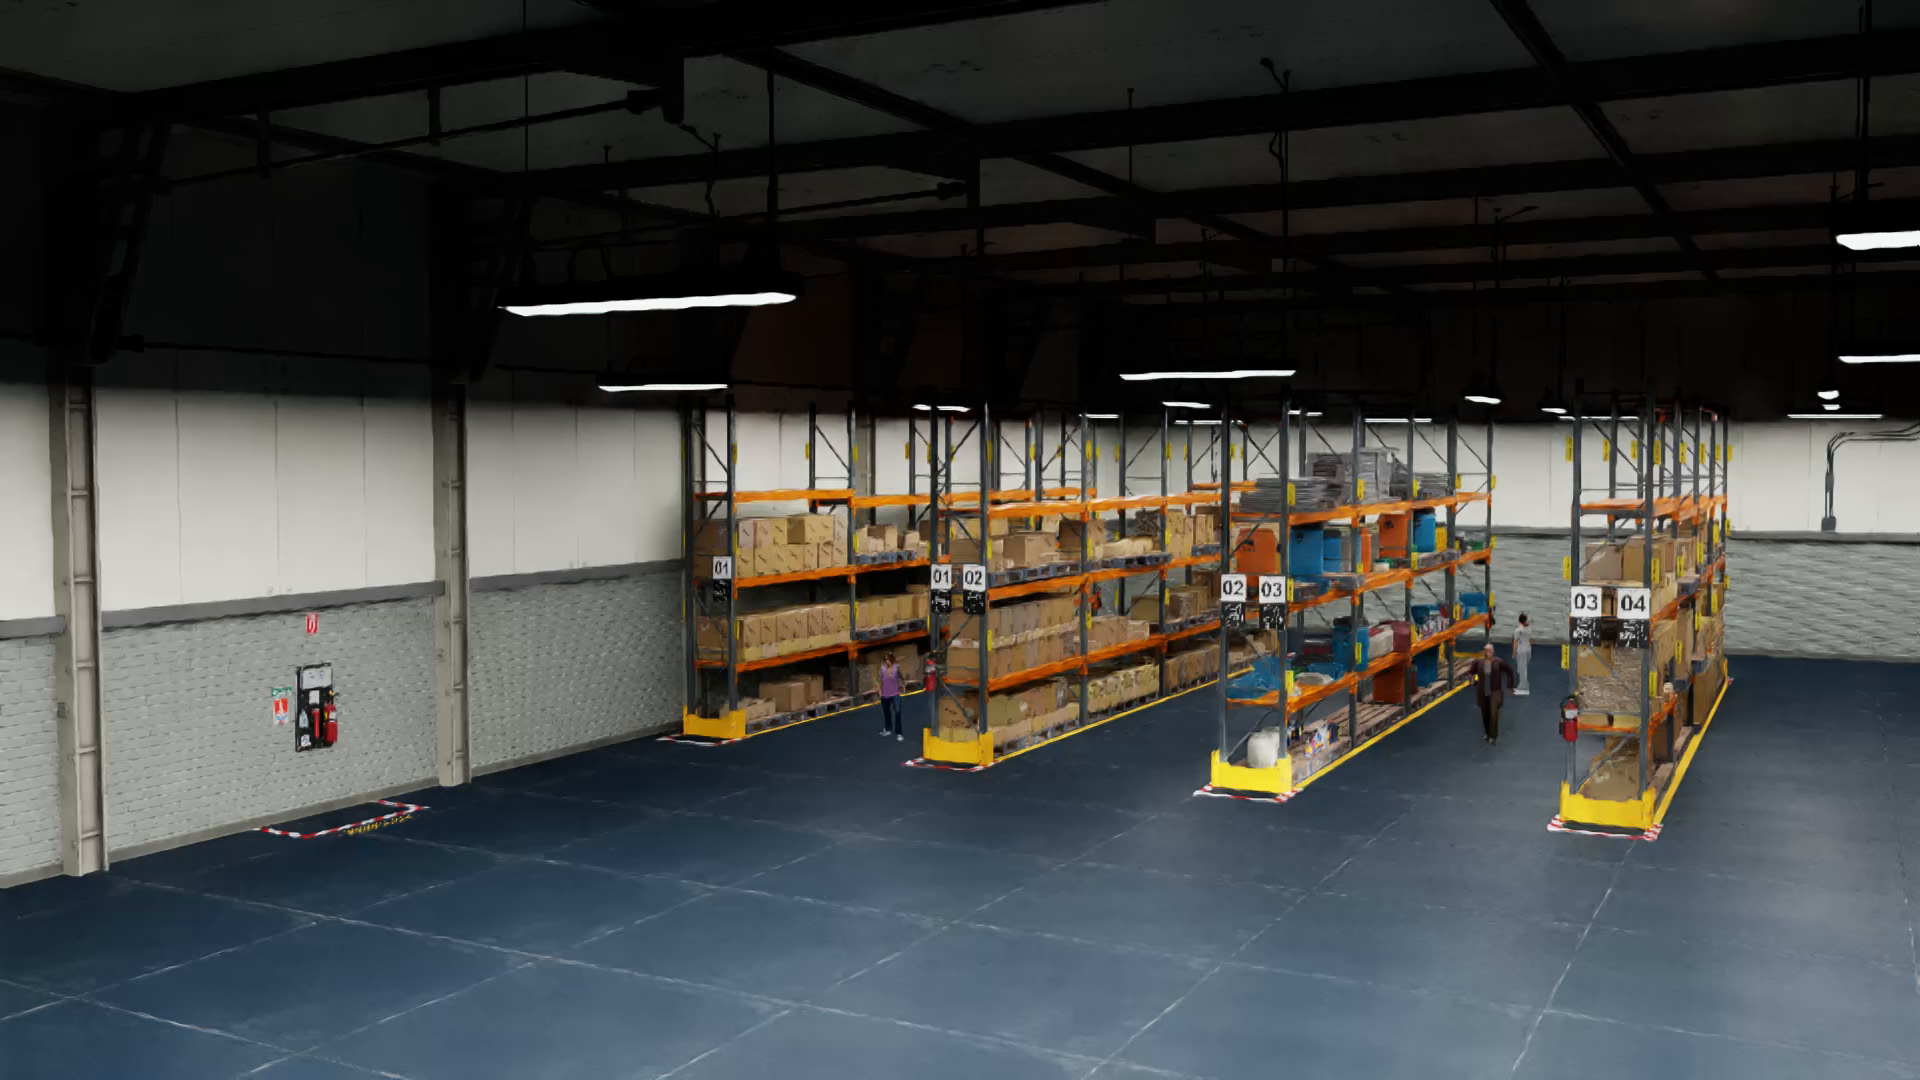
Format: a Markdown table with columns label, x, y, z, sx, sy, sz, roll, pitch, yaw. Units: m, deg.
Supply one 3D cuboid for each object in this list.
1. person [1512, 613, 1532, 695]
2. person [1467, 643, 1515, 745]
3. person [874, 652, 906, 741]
| label | x | y | z | sx | sy | sz | roll | pitch | yaw |
| --- | --- | --- | --- | --- | --- | --- | --- | --- | --- |
| person | 11.614 | 2.340 | 34.416 | 0.563 | 1.666 | 0.564 | -2 | 4 | -33 |
| person | 9.141 | 2.630 | 28.714 | 0.736 | 1.717 | 0.890 | 2 | 4 | 33 |
| person | -1.189 | 2.698 | 29.024 | 0.562 | 1.527 | 0.782 | 1 | 3 | 11 |
